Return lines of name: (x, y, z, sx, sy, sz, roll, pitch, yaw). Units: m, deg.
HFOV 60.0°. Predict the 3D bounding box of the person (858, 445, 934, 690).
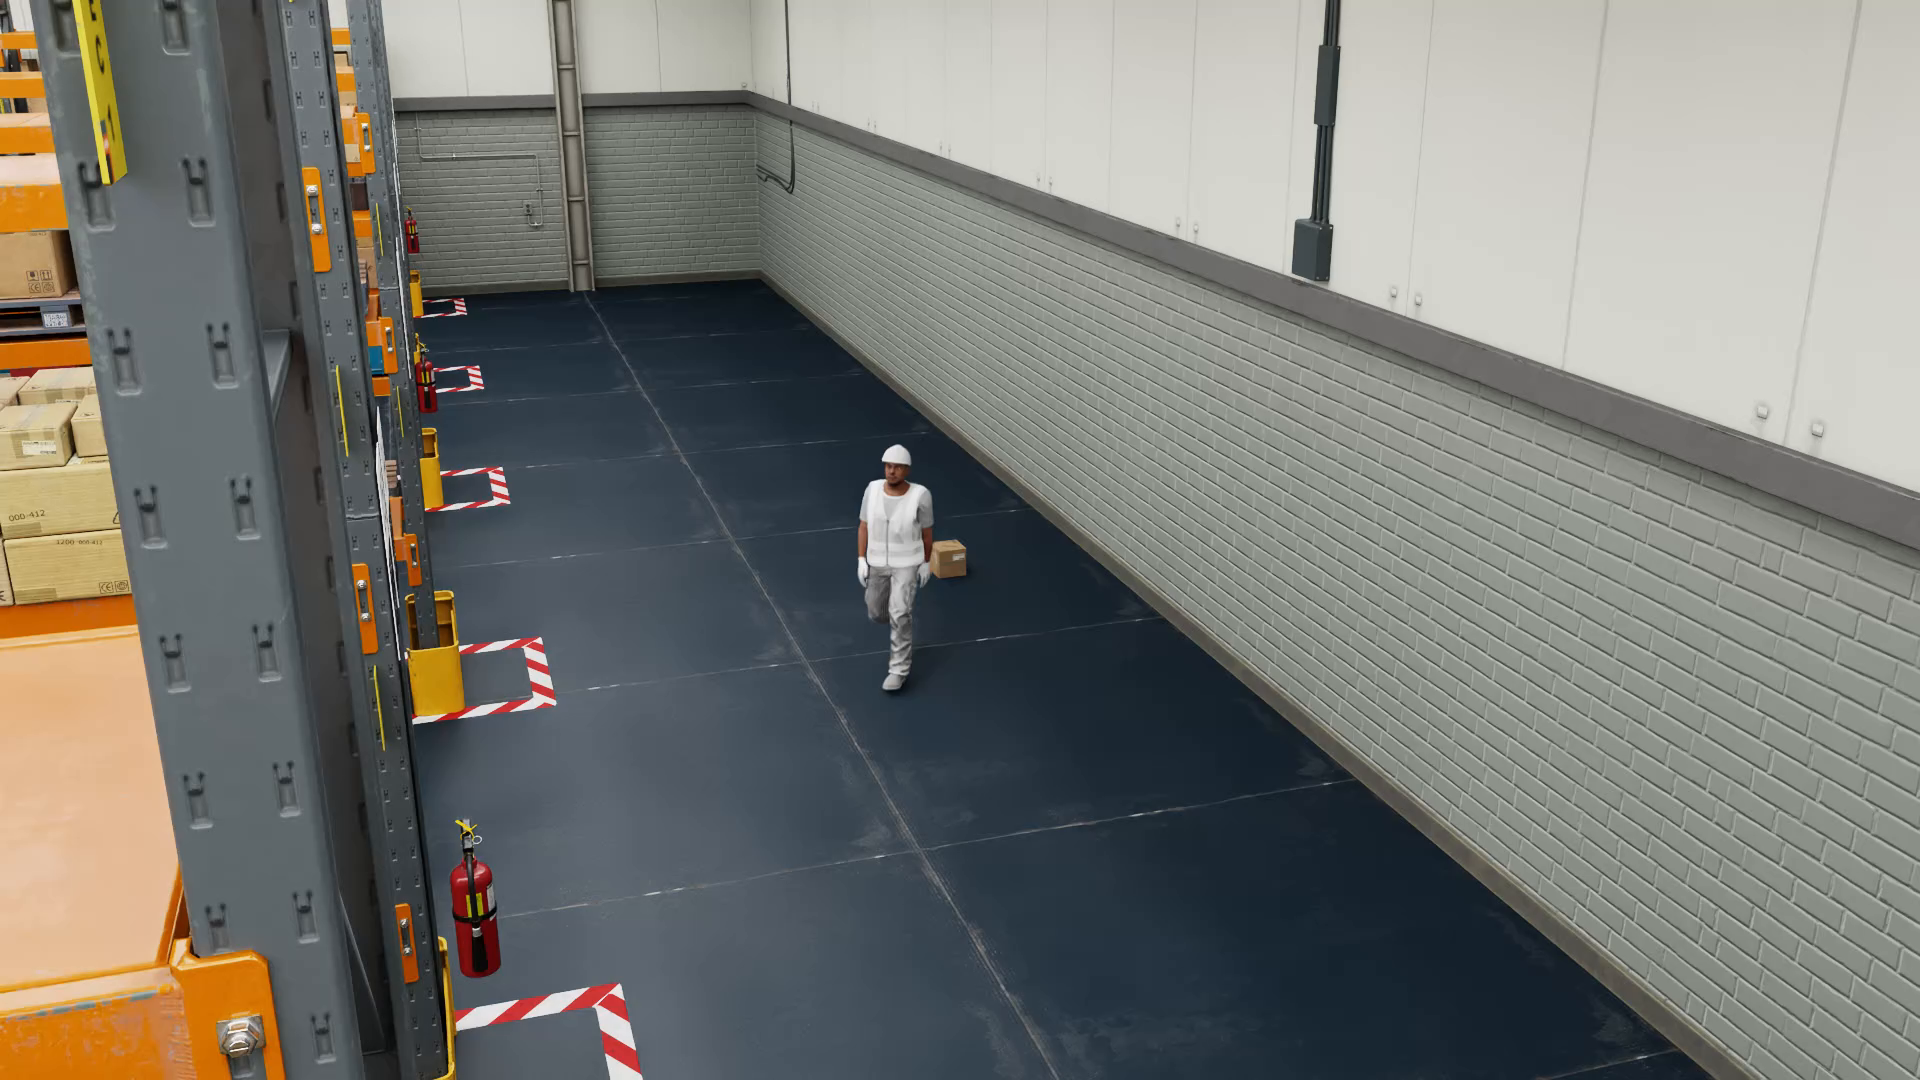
person: (-0.466, 0.152, 12.138, 0.540, 1.757, 0.831, 7, 20, 19)
